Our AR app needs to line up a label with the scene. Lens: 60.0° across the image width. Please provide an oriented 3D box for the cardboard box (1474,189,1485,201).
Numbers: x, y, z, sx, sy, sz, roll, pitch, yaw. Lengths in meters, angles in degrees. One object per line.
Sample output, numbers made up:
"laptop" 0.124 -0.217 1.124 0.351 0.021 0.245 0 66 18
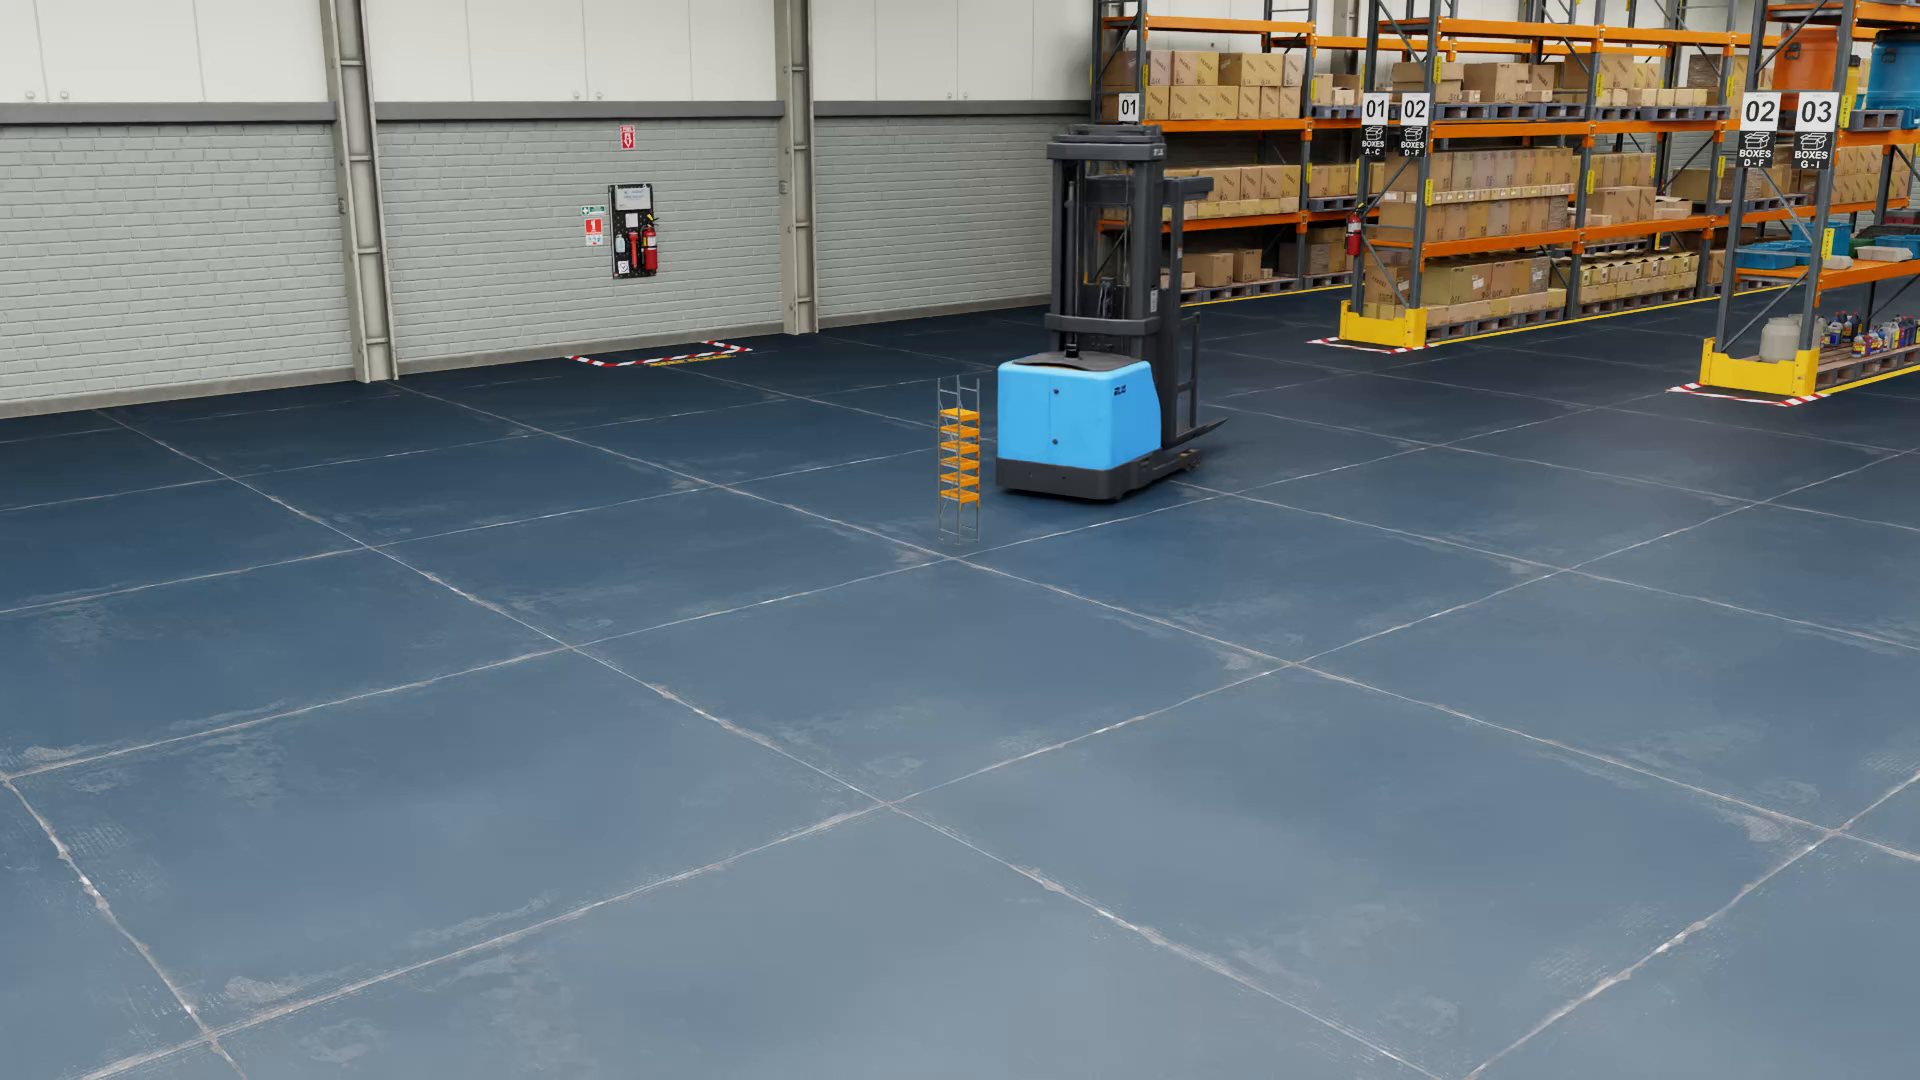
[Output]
"cardboard box" 6.832 -4.647 22.383 0.250 0.149 0.380 -14 20 -41

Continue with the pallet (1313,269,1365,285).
"pallet" 6.887 -4.719 29.509 1.213 0.211 1.003 -13 19 -39

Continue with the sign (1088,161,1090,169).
"sign" 2.013 -5.873 25.567 0.005 0.325 0.100 -13 19 -39

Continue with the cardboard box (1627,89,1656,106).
"cardboard box" 10.117 -6.654 25.015 0.500 0.250 0.500 14 20 42

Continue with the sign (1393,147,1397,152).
"sign" 8.031 -7.071 30.666 0.005 0.325 0.100 -13 19 -39

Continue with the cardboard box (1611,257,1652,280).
"cardboard box" 10.269 -4.190 25.553 0.500 0.311 0.500 -12 19 -38

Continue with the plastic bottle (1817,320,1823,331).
"plastic bottle" 10.399 -2.539 20.224 0.185 0.351 0.144 -12 19 -37

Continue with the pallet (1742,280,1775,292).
"pallet" 13.160 -4.418 28.381 1.213 0.211 1.003 -13 19 -39

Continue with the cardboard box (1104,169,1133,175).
"cardboard box" 2.579 -5.470 25.714 0.500 0.500 0.500 -13 20 -40

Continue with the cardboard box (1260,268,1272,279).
"cardboard box" 4.996 -4.474 27.824 0.380 0.166 0.250 13 20 40

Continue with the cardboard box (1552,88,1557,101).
"cardboard box" 11.777 -8.871 33.120 0.500 0.250 0.500 -12 19 -39

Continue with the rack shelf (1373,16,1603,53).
"rack shelf" 7.126 -6.782 22.370 4.000 0.370 1.077 -13 19 -39

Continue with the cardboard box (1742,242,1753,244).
"cardboard box" 13.368 -4.913 28.821 0.500 0.500 0.500 -12 19 -39

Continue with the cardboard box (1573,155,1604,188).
"cardboard box" 12.389 -7.438 33.703 0.700 0.700 0.980 -13 20 -41

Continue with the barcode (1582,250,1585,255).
"barcode" 9.100 -4.194 24.269 0.075 0.075 0.001 -13 19 -39

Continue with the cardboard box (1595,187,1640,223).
"cardboard box" 10.000 -5.112 25.383 0.500 0.500 0.500 -13 19 -39

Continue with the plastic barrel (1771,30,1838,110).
"plastic barrel" 9.149 -5.087 18.023 0.708 0.830 0.600 -13 19 -39

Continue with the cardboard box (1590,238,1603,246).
"cardboard box" 12.816 -6.355 34.258 0.500 0.500 0.700 -12 19 -38

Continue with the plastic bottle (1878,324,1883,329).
"plastic bottle" 11.112 -2.461 20.063 0.133 0.283 0.061 -13 19 -39

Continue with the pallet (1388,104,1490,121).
"pallet" 6.168 -5.607 21.786 1.213 0.211 1.003 -13 19 -39

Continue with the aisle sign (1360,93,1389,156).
"aisle sign" 5.375 -5.387 21.569 0.004 0.787 0.394 -13 19 -39

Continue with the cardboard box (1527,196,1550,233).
"cardboard box" 7.910 -4.644 23.630 0.500 0.500 0.700 -13 20 -40

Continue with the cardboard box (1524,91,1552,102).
"cardboard box" 7.904 -6.104 22.877 0.250 0.149 0.380 -13 19 -39

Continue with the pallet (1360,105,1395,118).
"pallet" 6.696 -7.345 28.488 1.003 0.211 1.213 -13 19 -39

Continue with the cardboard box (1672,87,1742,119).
"cardboard box" 11.959 -7.018 26.707 0.500 0.500 0.910 -13 19 -39

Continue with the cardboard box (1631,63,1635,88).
"cardboard box" 13.287 -9.400 33.646 0.500 0.500 0.500 -14 20 -42

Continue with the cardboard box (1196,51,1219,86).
"cardboard box" 3.603 -7.221 25.490 0.500 0.500 0.500 -12 19 -38

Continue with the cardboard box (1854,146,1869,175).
"cardboard box" 15.987 -6.849 29.947 0.500 0.500 0.500 -13 20 -41

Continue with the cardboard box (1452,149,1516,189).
"cardboard box" 7.168 -5.107 22.847 0.500 0.500 0.700 -13 19 -39

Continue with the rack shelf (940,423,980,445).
"rack shelf" -0.011 -0.766 12.036 0.180 0.103 0.258 -13 19 -39

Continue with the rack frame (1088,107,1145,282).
"rack frame" 2.363 -5.049 25.340 0.127 3.000 1.000 -13 19 -39

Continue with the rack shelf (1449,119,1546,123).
"rack shelf" 9.906 -7.845 31.388 4.000 0.370 1.077 -13 19 -39

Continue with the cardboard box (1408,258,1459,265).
"cardboard box" 6.571 -3.643 23.138 0.500 0.500 0.500 -13 19 -39

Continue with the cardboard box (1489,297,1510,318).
"cardboard box" 7.300 -3.261 23.161 0.500 0.250 0.500 -13 19 -39

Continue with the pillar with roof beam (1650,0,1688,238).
"pillar with roof beam" 18.728 -10.446 33.918 0.400 9.000 9.100 -13 19 -39

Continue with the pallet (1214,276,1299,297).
"pallet" 4.897 -4.259 27.785 1.213 0.211 1.003 -13 19 -39

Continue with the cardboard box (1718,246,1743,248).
"cardboard box" 12.956 -4.641 27.802 0.500 0.500 0.500 -13 20 -40

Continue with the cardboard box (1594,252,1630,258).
"cardboard box" 10.287 -4.378 26.254 0.500 0.311 0.500 -13 20 -41

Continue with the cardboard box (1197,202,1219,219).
"cardboard box" 3.710 -5.183 26.093 0.500 0.250 0.500 -13 20 -40

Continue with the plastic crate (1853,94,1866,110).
"plastic crate" 10.107 -4.943 19.163 0.575 0.384 0.392 -13 19 -39

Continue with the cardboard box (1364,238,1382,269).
"cardboard box" 7.068 -5.123 29.607 0.500 0.500 0.700 -13 20 -40

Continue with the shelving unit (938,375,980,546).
"shelving unit" -0.011 -0.577 12.086 0.189 1.200 0.258 -13 19 -39

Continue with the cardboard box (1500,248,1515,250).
"cardboard box" 10.342 -5.960 32.101 0.750 0.750 0.750 -12 19 -38

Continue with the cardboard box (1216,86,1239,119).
"cardboard box" 3.987 -6.832 25.969 0.500 0.500 0.500 -11 19 -36

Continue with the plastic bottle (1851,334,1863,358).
"plastic bottle" 10.438 -2.261 19.337 0.097 0.271 0.097 0 15 0

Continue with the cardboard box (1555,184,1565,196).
"cardboard box" 8.382 -4.995 23.688 0.250 0.149 0.380 -13 20 -41

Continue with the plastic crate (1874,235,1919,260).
"plastic crate" 11.227 -3.486 19.776 0.616 0.251 0.499 -13 19 -39

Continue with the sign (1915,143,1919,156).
"sign" 18.036 -7.396 31.272 0.005 0.325 0.100 -13 19 -39

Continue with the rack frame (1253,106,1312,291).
"rack frame" 5.380 -5.727 27.877 0.127 3.000 1.000 -13 19 -39

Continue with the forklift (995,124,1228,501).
"forklift" 1.474 -2.060 14.281 1.130 2.935 3.031 9 17 29

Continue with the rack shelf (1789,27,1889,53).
"rack shelf" 16.178 -9.006 29.930 4.000 0.370 1.077 -13 19 -39

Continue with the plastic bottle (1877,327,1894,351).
"plastic bottle" 11.073 -2.415 19.906 0.135 0.276 0.152 -12 19 -38

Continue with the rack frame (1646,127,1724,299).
"rack frame" 11.652 -5.441 26.805 0.127 3.000 1.000 -13 19 -39

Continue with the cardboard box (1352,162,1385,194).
"cardboard box" 7.124 -6.368 29.232 0.500 0.500 0.700 -13 19 -39

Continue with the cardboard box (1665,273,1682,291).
"cardboard box" 11.029 -4.090 26.265 0.500 0.250 0.500 -13 20 -40

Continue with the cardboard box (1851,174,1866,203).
"cardboard box" 15.996 -6.371 30.097 0.500 0.500 0.500 -13 20 -40
